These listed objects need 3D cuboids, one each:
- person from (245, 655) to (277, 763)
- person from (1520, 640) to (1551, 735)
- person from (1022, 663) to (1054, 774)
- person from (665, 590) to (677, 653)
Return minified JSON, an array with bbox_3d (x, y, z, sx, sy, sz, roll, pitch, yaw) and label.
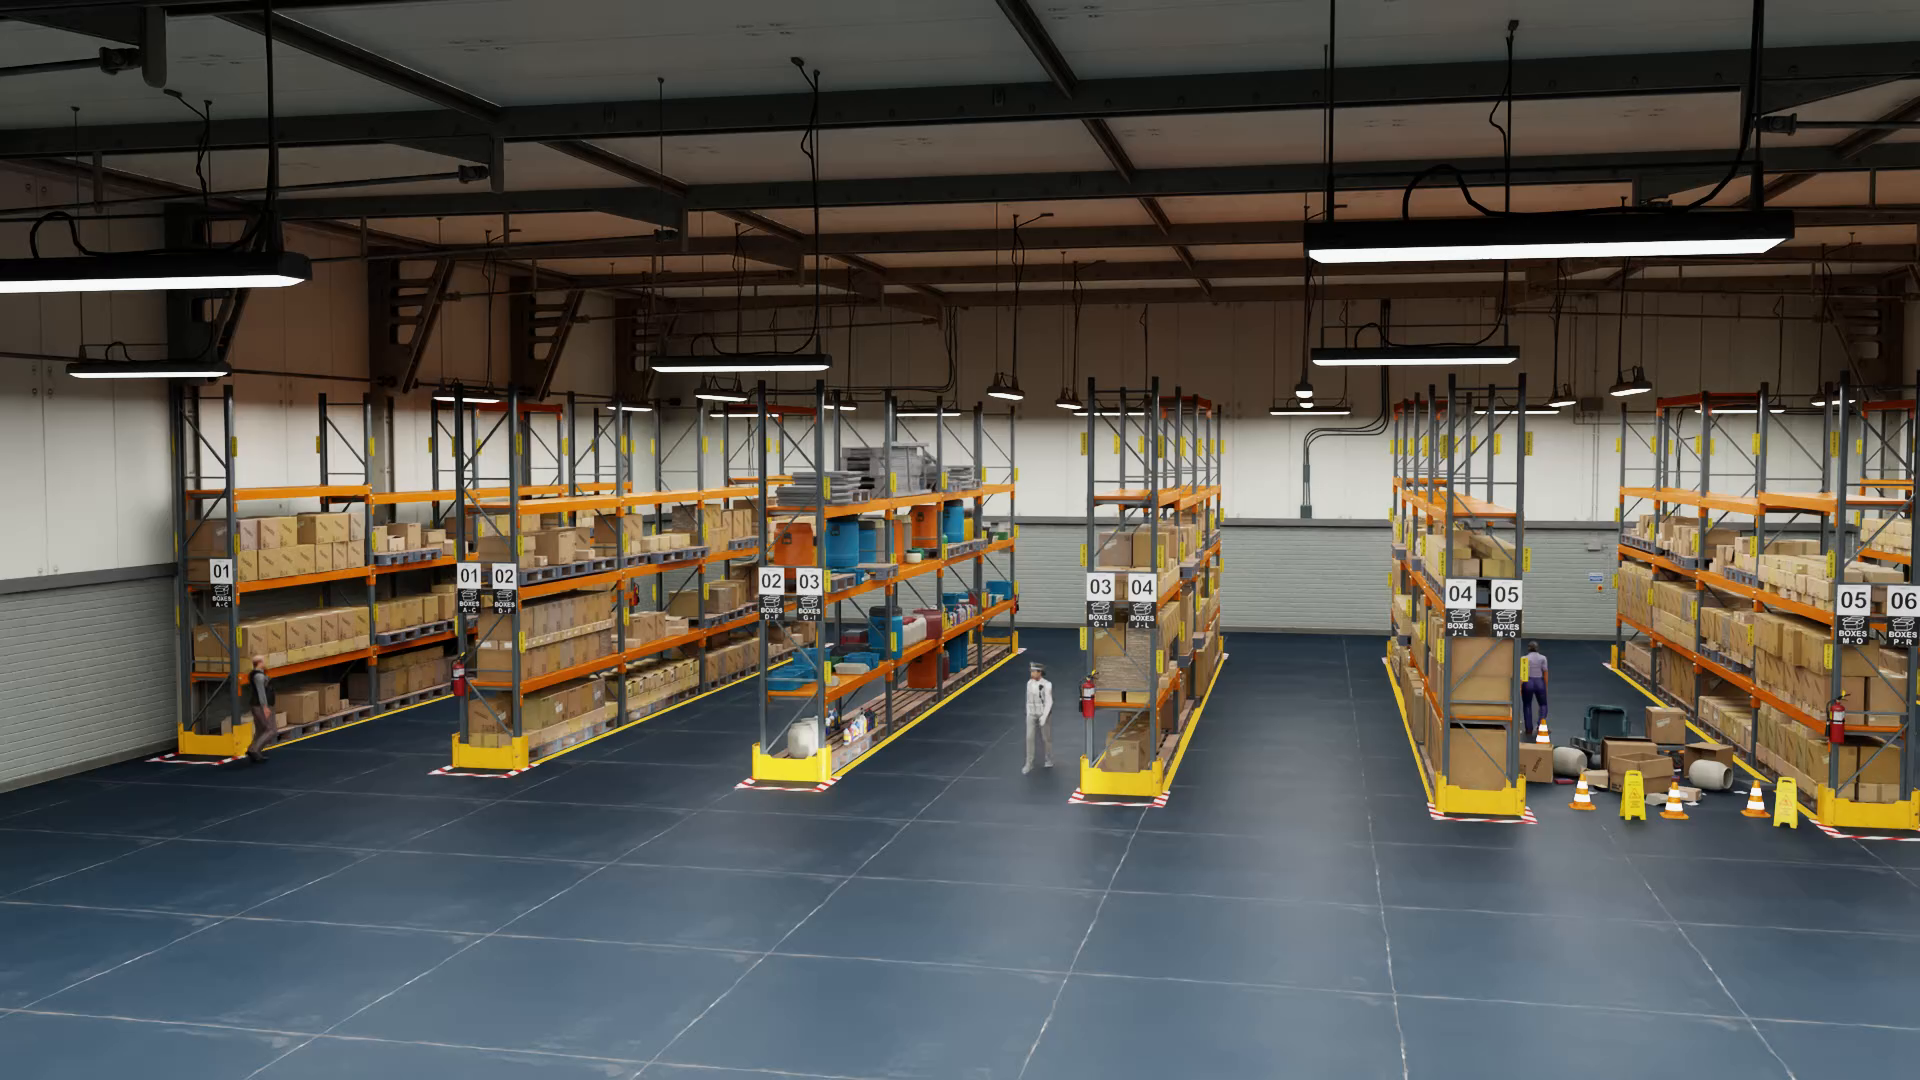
[{"bbox_3d":[-11.099,2.676,26.313,0.493,1.703,0.700,-2,4,-34],"label":"person"},{"bbox_3d":[9.987,2.568,28.886,0.533,1.645,0.468,1,3,11],"label":"person"},{"bbox_3d":[1.189,2.727,25.722,0.521,1.661,0.820,2,4,30],"label":"person"},{"bbox_3d":[-6.444,2.007,37.993,0.622,1.758,0.689,0,3,3],"label":"person"}]
